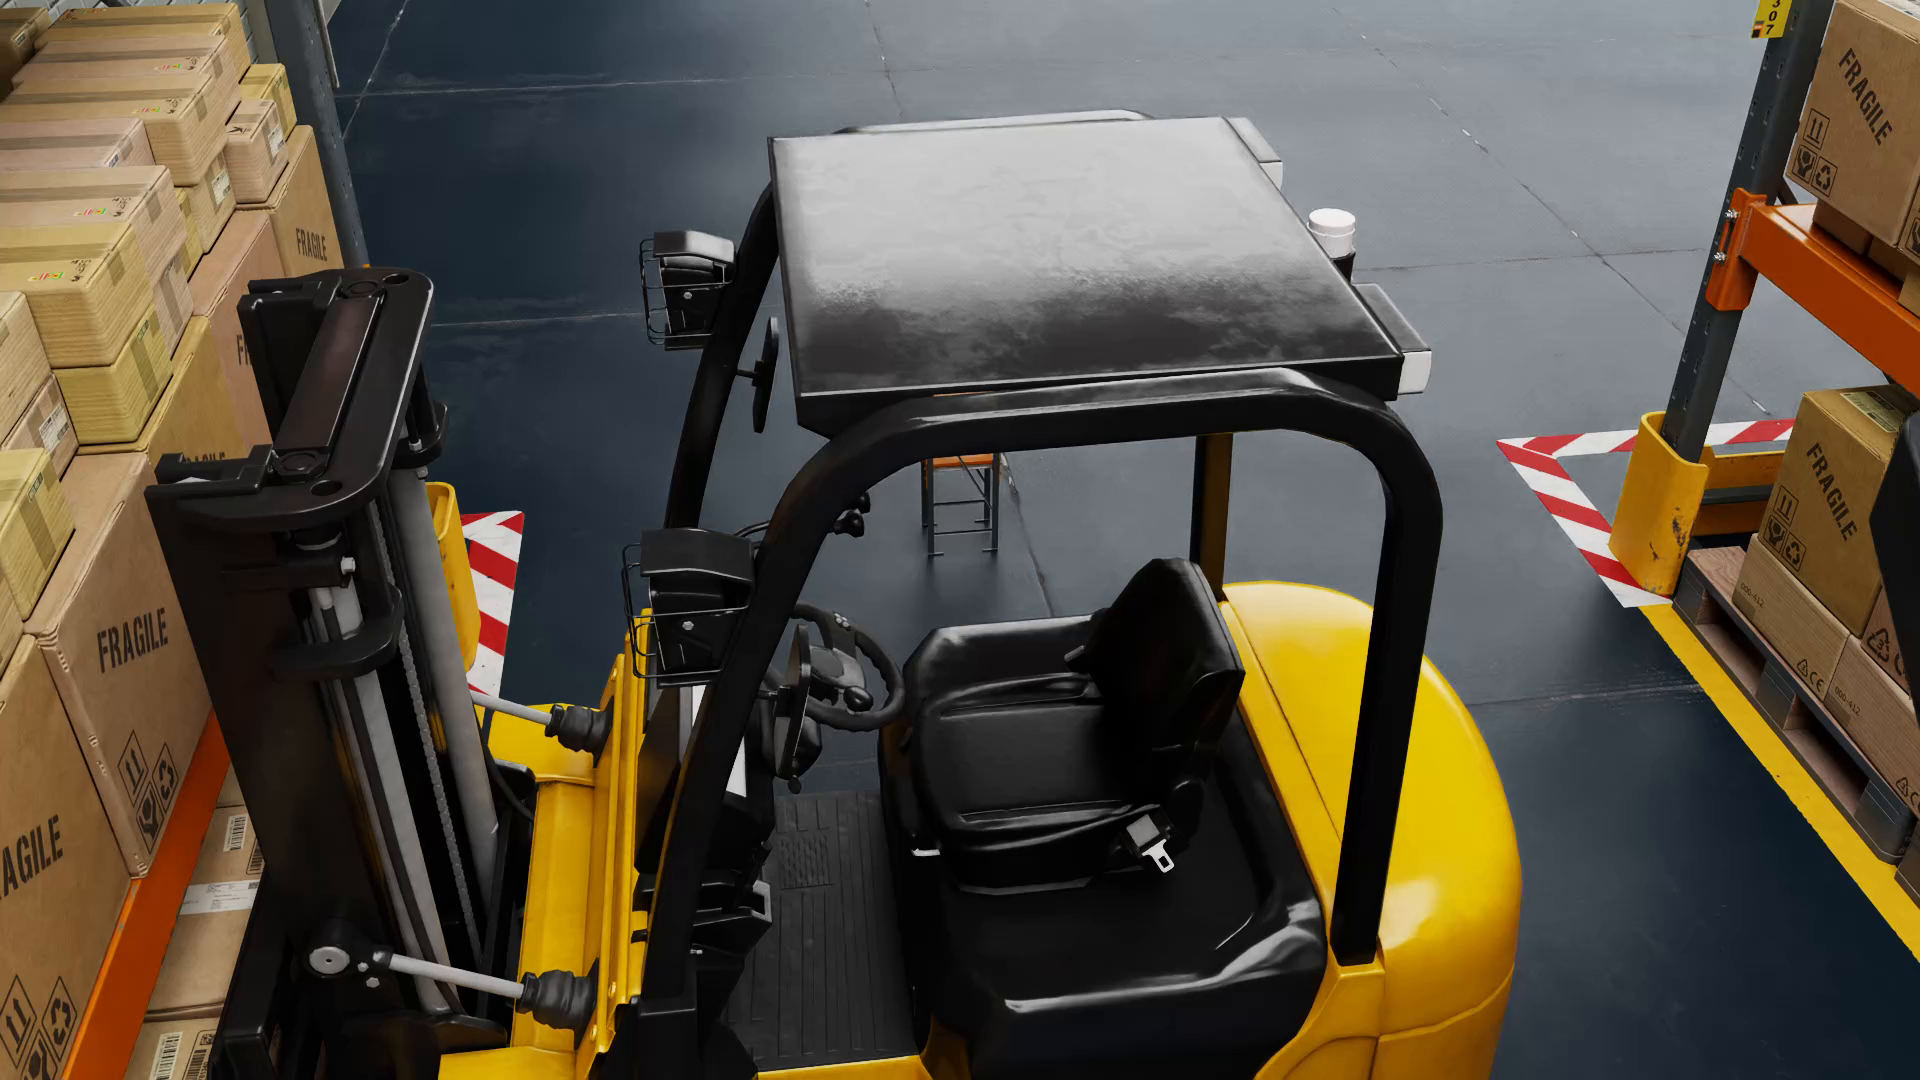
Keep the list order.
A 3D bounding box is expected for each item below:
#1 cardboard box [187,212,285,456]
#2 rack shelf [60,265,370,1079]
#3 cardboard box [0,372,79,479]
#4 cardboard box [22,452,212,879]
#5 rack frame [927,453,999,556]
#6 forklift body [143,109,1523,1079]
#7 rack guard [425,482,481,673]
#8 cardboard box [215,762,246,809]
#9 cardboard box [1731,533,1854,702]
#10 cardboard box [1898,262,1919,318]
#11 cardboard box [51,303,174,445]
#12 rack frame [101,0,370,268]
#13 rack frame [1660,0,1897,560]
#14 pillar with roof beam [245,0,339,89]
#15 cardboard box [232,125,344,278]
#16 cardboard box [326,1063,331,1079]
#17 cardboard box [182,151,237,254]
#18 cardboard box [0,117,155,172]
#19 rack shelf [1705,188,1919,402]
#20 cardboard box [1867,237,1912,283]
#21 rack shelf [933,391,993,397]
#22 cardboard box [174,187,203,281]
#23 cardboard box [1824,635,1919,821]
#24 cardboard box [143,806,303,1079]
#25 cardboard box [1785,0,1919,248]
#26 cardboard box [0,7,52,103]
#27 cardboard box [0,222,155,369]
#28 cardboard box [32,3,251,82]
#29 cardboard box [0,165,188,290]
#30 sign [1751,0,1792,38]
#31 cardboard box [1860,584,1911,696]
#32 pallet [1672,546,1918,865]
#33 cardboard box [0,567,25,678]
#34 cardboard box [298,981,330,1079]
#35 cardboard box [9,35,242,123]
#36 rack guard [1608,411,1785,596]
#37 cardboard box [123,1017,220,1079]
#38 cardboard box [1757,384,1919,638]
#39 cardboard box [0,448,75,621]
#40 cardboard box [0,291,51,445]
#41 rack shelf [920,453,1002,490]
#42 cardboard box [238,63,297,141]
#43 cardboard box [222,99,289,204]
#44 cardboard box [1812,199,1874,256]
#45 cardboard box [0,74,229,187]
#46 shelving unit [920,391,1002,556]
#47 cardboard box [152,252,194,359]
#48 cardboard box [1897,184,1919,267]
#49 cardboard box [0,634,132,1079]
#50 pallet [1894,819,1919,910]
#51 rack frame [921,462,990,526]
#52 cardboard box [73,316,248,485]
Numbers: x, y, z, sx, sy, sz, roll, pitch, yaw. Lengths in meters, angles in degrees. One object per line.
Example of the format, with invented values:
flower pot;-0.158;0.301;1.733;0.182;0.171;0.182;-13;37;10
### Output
cardboard box;-1.719;-0.352;3.515;0.500;0.500;0.500;-3;34;-5
rack shelf;-1.837;0.557;2.907;1.077;0.370;4.000;-4;35;-6
cardboard box;-1.641;-0.133;2.617;0.380;0.149;0.250;-5;35;-7
cardboard box;-1.571;0.213;2.685;0.500;0.500;0.500;-4;34;-6
rack frame;0.010;-0.453;5.349;0.240;1.200;0.006;-4;35;-6
forklift body;-0.043;0.415;3.231;2.313;2.155;1.214;-4;35;-6
rack guard;-2.109;0.164;5.066;1.175;0.500;0.348;-4;35;-6
cardboard box;-1.583;0.492;3.545;0.500;0.250;0.500;-4;34;-6
cardboard box;2.646;0.200;4.862;0.500;0.250;0.500;-5;35;-7
cardboard box;2.656;-0.631;4.235;0.380;0.149;0.250;-5;35;-8
cardboard box;-1.585;-0.279;2.831;0.380;0.149;0.250;-4;34;-6
rack frame;-2.106;-0.856;4.342;1.000;3.000;0.127;-4;35;-6
rack frame;2.812;-1.234;4.897;1.000;3.000;0.127;-4;35;-6
pillar with roof beam;0.553;-6.552;7.374;9.100;9.000;0.400;-4;35;-6
cardboard box;-1.780;-0.643;3.940;0.500;0.500;0.500;-5;35;-7
cardboard box;-1.522;1.191;3.407;0.500;0.250;0.500;-3;34;-5
cardboard box;-1.744;-0.703;3.454;0.380;0.149;0.250;-4;34;-5
cardboard box;-1.763;-0.681;3.156;0.380;0.149;0.250;-4;34;-6
rack shelf;3.081;0.179;3.462;1.077;0.370;4.000;-4;35;-6
cardboard box;2.701;-0.785;4.461;0.380;0.149;0.250;-4;34;-6
rack shelf;-0.002;-0.467;5.449;0.258;0.103;0.180;-4;35;-6
cardboard box;-1.722;-0.564;3.249;0.380;0.149;0.250;-5;35;-7
cardboard box;2.708;0.485;4.443;0.500;0.250;0.500;-3;34;-5
cardboard box;-1.522;0.776;3.129;0.500;0.250;0.500;-5;35;-7
cardboard box;2.601;-1.113;4.366;0.500;0.500;0.500;-5;35;-7
cardboard box;-2.273;-1.085;3.749;0.380;0.149;0.250;-5;35;-7
cardboard box;-1.578;-0.400;2.744;0.380;0.149;0.250;-4;34;-5
cardboard box;-1.849;-1.104;3.778;0.380;0.149;0.250;-4;35;-6
cardboard box;-1.618;-0.544;2.955;0.380;0.149;0.250;-4;34;-5
sign;2.274;-1.551;4.593;0.100;0.325;0.005;-4;35;-6
cardboard box;2.725;0.195;4.204;0.500;0.500;0.500;-6;35;-8
pallet;2.896;0.417;4.951;1.003;0.211;1.213;-4;35;-6
cardboard box;-1.494;0.153;2.198;0.380;0.149;0.250;-5;35;-8
cardboard box;-1.520;0.995;3.251;0.500;0.250;0.500;-4;35;-7
cardboard box;-1.785;-0.969;3.579;0.380;0.149;0.250;-4;35;-6
rack guard;2.822;-0.159;5.539;1.175;0.500;0.348;-4;35;-6
cardboard box;-1.459;1.069;2.698;0.500;0.250;0.500;-3;34;-5
cardboard box;2.650;-0.097;4.631;0.500;0.500;0.500;-5;35;-8
cardboard box;-1.539;0.005;2.415;0.380;0.149;0.250;-5;35;-7
cardboard box;-1.637;-0.249;2.523;0.380;0.149;0.250;-4;34;-6
rack shelf;-0.002;-0.269;5.584;0.258;0.103;0.180;-4;35;-6
cardboard box;-1.782;-0.993;3.879;0.380;0.149;0.250;-4;34;-6
cardboard box;-1.718;-0.853;3.673;0.380;0.149;0.250;-4;34;-6
cardboard box;2.653;-0.925;4.667;0.380;0.149;0.250;-4;35;-6
cardboard box;-1.723;-0.825;3.368;0.380;0.149;0.250;-4;34;-5
shelving unit;-0.002;-0.504;5.424;0.258;1.200;0.189;-4;35;-6
cardboard box;-1.639;-0.419;3.036;0.380;0.149;0.250;-5;35;-8
cardboard box;2.674;-0.824;3.943;0.500;0.500;0.500;-3;34;-5
cardboard box;-1.525;0.496;2.270;0.500;0.500;0.500;-5;35;-7
pallet;3.057;1.096;3.954;1.003;0.211;1.213;-4;35;-6
rack frame;-0.014;-0.555;5.499;0.240;1.200;0.006;-4;35;-6
cardboard box;-1.650;-0.066;3.095;0.500;0.500;0.500;-5;35;-7
